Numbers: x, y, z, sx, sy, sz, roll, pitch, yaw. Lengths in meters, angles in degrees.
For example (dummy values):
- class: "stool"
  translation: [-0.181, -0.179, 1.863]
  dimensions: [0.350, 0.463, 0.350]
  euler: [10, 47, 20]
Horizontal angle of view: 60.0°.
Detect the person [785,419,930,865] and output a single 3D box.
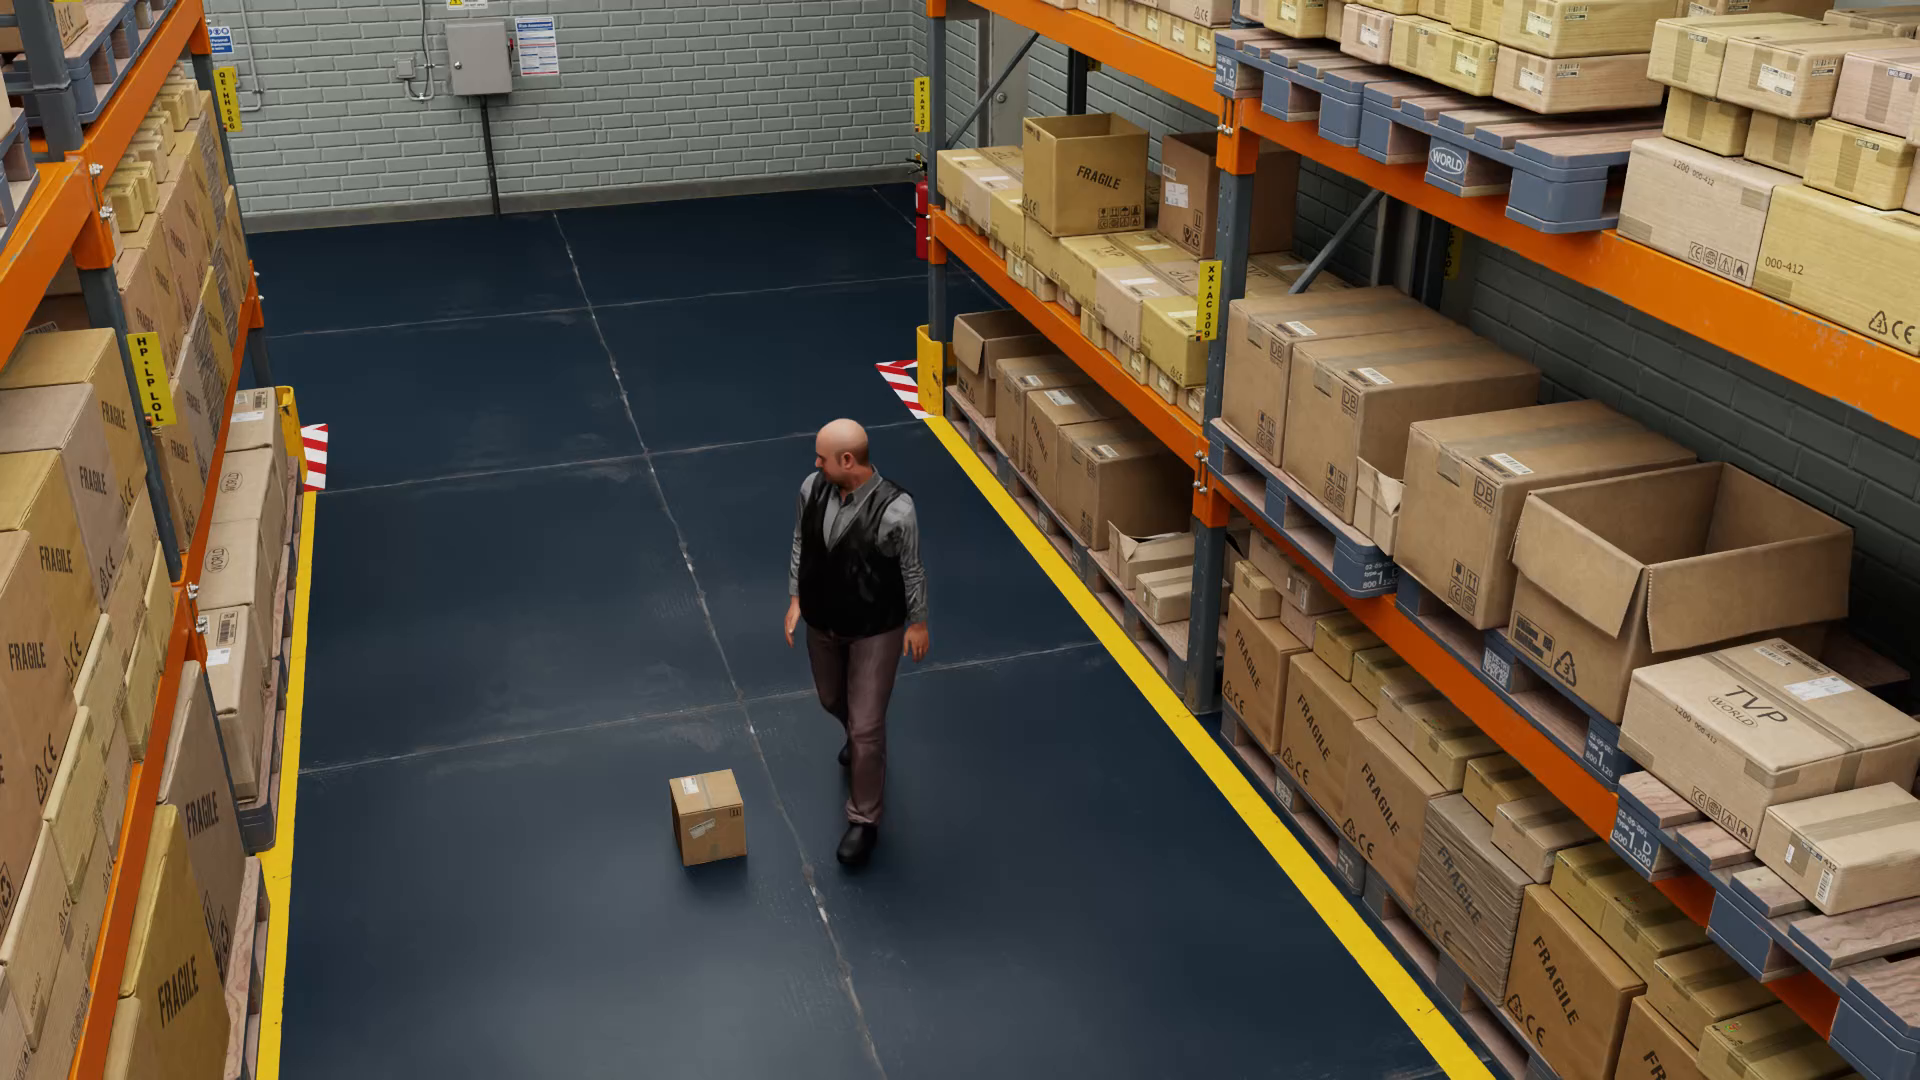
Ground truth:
- class: "person"
  translation: [-0.426, 0.326, 6.479]
  dimensions: [0.561, 1.698, 0.846]
  euler: [13, 29, 25]
